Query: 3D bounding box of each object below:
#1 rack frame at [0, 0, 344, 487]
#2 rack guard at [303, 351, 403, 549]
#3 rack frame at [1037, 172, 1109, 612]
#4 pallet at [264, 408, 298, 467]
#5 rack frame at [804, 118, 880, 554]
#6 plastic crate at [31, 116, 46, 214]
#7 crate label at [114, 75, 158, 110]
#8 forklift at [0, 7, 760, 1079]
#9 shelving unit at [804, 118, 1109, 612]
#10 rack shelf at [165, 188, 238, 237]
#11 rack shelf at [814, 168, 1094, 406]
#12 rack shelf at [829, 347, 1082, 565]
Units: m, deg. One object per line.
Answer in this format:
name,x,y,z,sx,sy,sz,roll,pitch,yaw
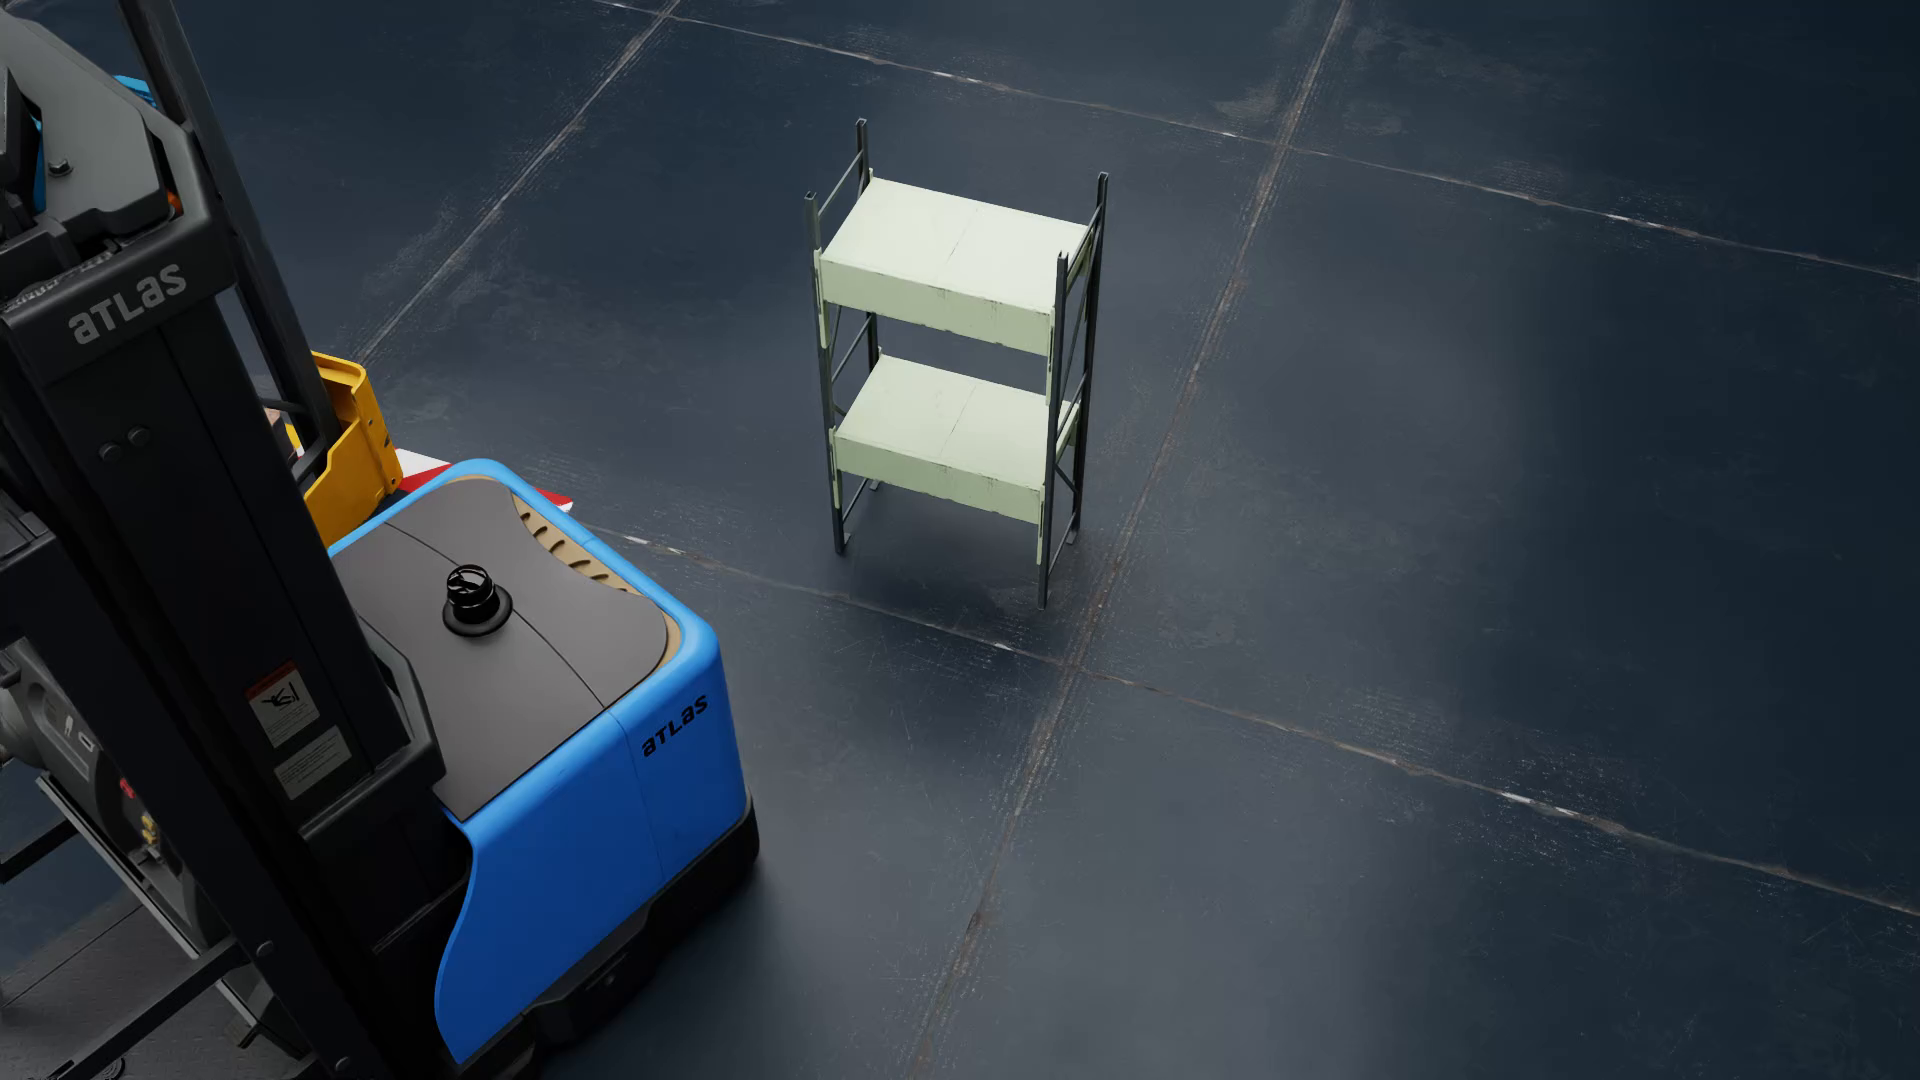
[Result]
rack frame,-2.361,-0.859,4.509,0.127,3.000,1.000,16,51,13
rack guard,-2.334,-0.043,5.457,0.348,0.500,1.175,16,51,13
rack frame,0.337,-0.397,5.102,0.023,1.500,0.400,16,51,13
pallet,-3.122,-0.189,5.774,1.213,0.211,1.003,16,51,13
rack frame,-0.350,-0.589,5.268,0.023,1.500,0.400,16,51,13
plastic crate,-2.740,-0.845,4.435,0.499,0.435,0.616,16,51,13
crate label,-2.479,-1.122,4.808,0.303,0.233,0.416,16,51,13
forklift,-1.945,0.566,3.320,1.130,2.935,3.031,34,57,26
shelving unit,-0.006,-0.493,5.185,0.755,1.500,0.431,16,51,13
rack shelf,-4.238,-1.147,5.235,4.000,0.370,1.077,16,51,13
rack shelf,-0.006,-0.749,4.890,0.720,0.370,0.431,16,51,13
rack shelf,-0.006,-0.279,5.431,0.720,0.370,0.431,16,51,13
